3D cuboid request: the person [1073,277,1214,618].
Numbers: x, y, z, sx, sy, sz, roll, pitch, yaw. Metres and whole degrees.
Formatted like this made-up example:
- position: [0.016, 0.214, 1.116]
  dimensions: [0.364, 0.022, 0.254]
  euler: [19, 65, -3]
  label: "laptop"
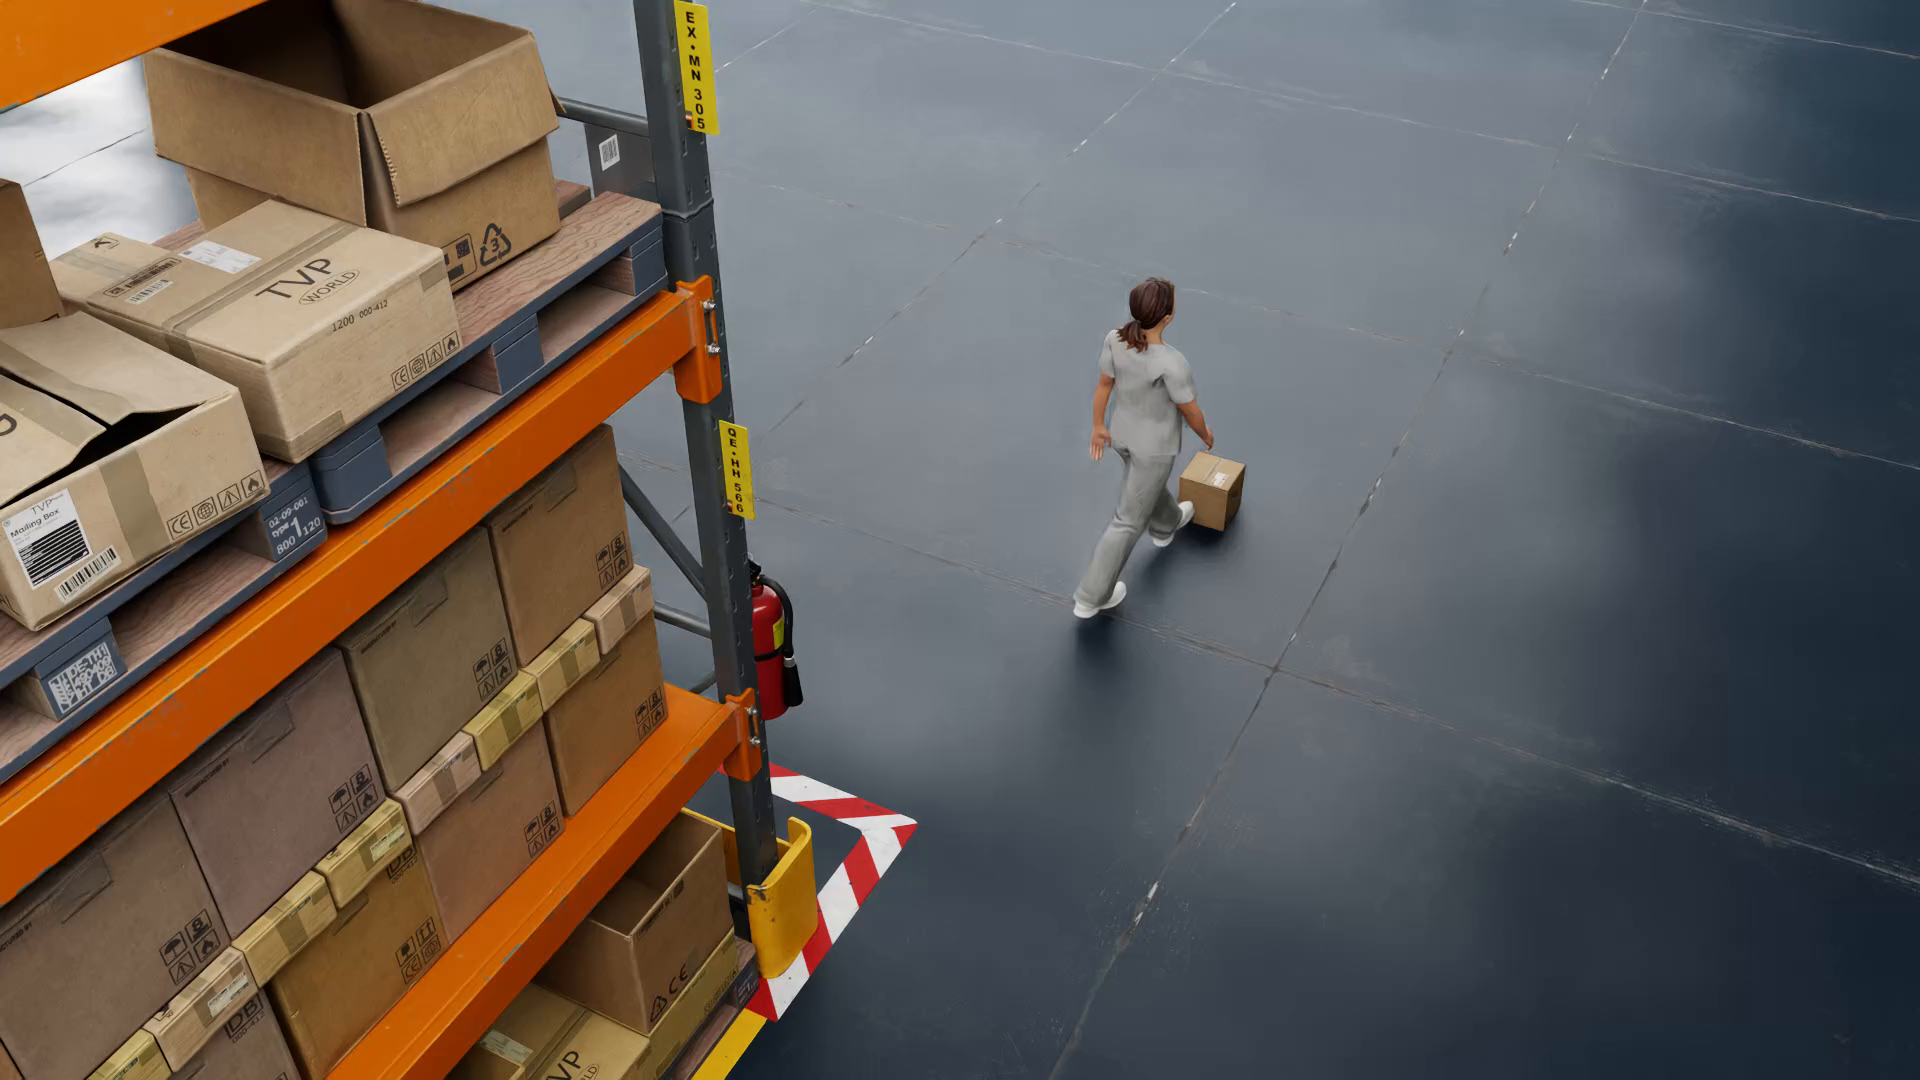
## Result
- position: [0.876, -0.475, 7.354]
  dimensions: [0.961, 1.613, 0.469]
  euler: [-27, 45, -30]
  label: "person"
